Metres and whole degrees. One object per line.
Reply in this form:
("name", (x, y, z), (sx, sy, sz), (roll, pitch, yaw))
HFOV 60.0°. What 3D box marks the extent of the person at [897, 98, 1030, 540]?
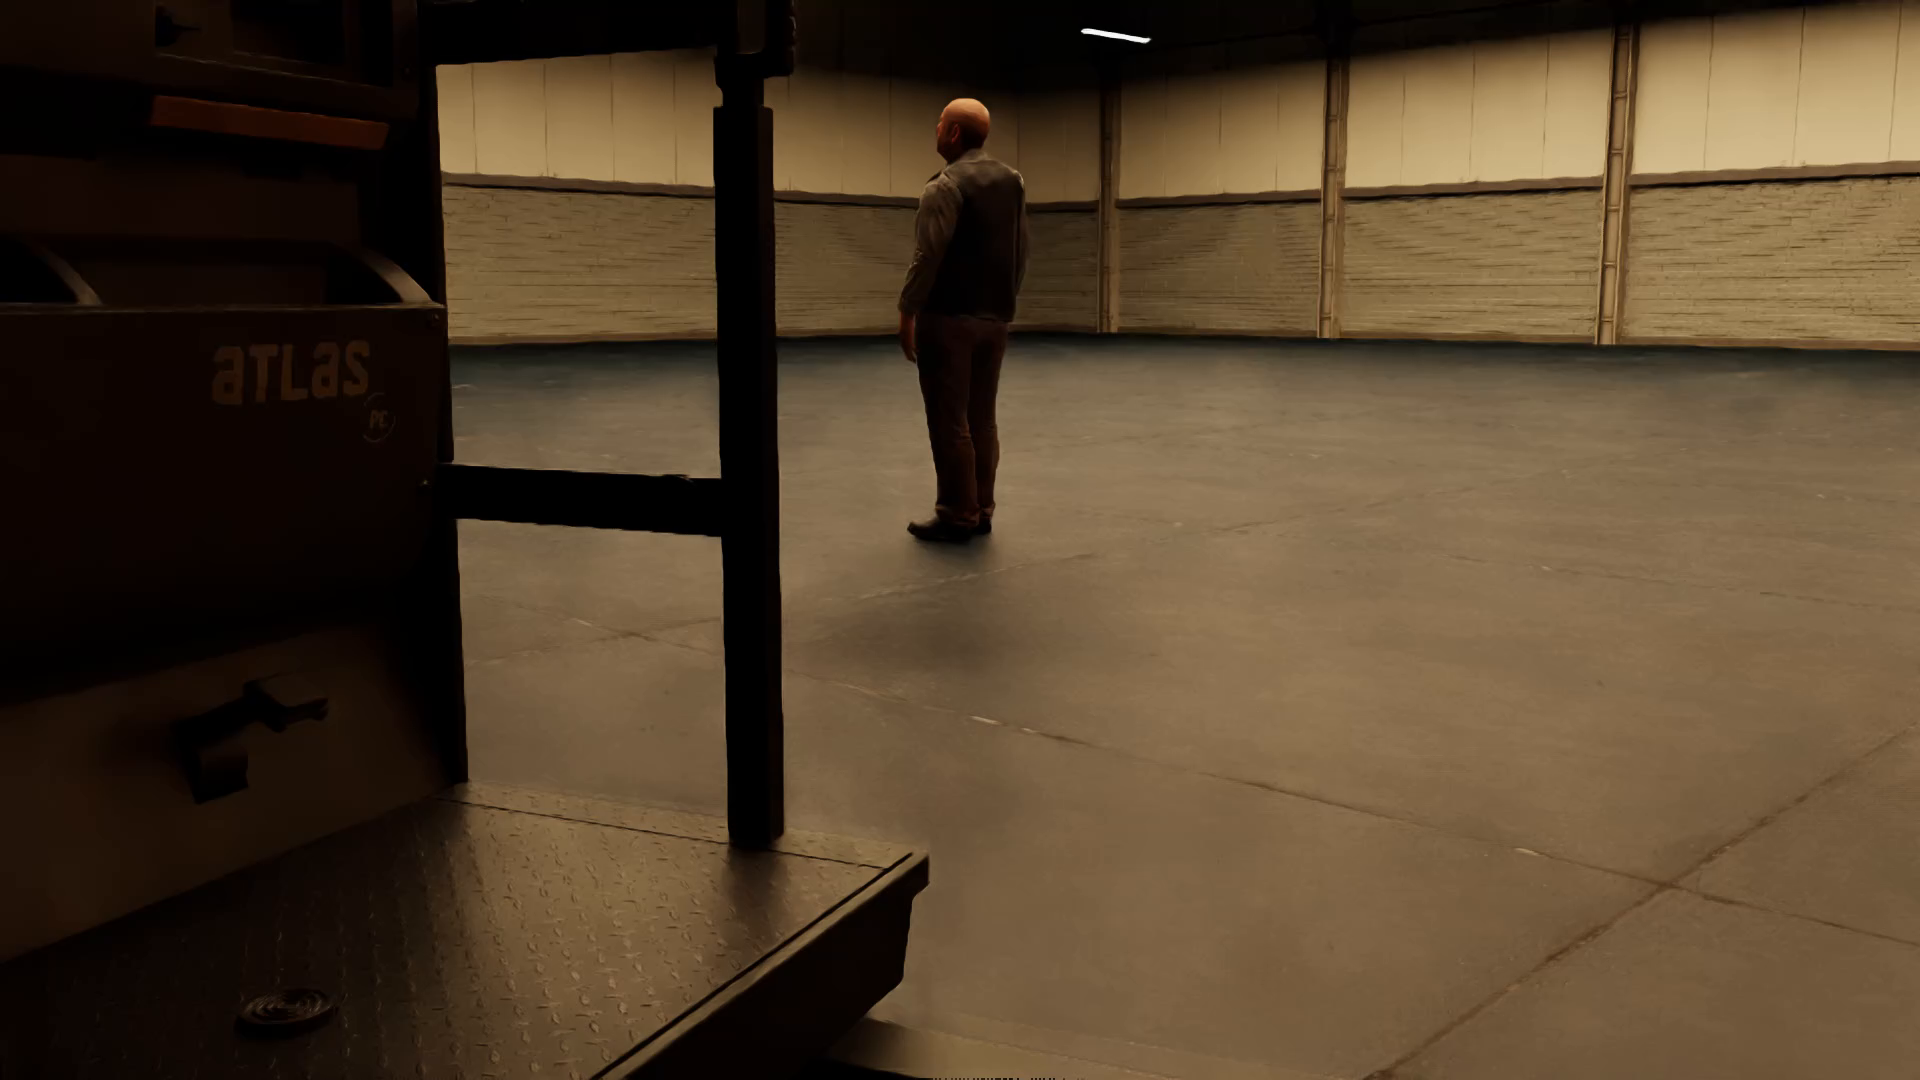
("person", (-0.039, -0.866, 6.637), (0.567, 1.720, 0.632), (8, 12, 43))
